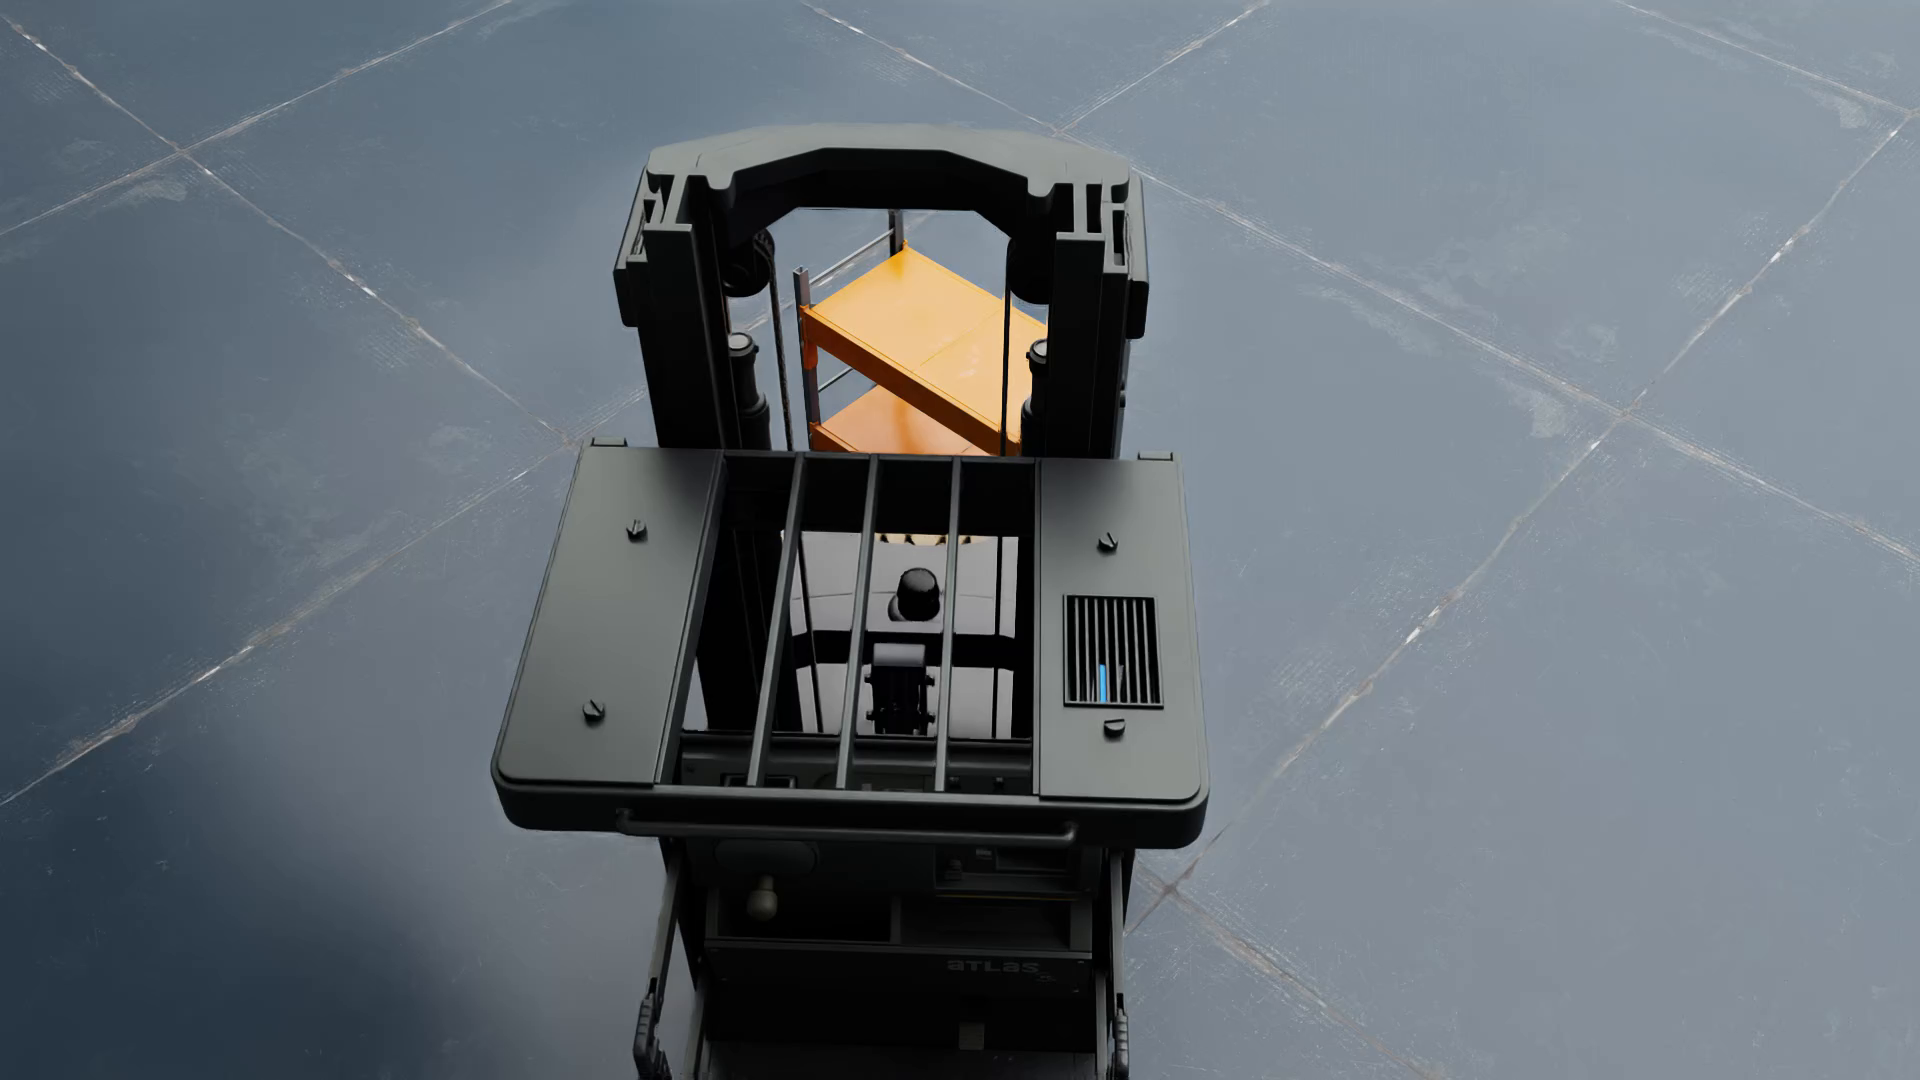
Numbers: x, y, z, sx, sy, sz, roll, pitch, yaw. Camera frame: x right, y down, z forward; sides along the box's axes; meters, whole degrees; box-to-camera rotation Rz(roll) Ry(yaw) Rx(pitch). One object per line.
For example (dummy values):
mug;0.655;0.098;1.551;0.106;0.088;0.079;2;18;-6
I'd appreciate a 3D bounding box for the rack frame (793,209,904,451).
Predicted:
rack frame;-0.379;-0.640;6.079;0.032;1.125;0.500;34;55;28

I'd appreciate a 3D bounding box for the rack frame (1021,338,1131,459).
rack frame;0.369;-0.137;5.607;0.032;1.125;0.500;34;55;28

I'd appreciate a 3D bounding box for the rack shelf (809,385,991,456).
rack shelf;-0.005;-0.221;6.021;1.000;0.278;0.538;34;55;28

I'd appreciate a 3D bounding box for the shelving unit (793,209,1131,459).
shelving unit;-0.005;-0.388;5.843;1.048;1.125;0.538;34;55;28

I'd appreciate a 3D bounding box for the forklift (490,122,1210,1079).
forklift;-0.153;0.753;3.532;1.130;2.935;3.031;2;47;1

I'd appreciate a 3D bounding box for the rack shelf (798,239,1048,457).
rack shelf;-0.005;-0.589;5.630;1.000;0.278;0.538;34;55;28
